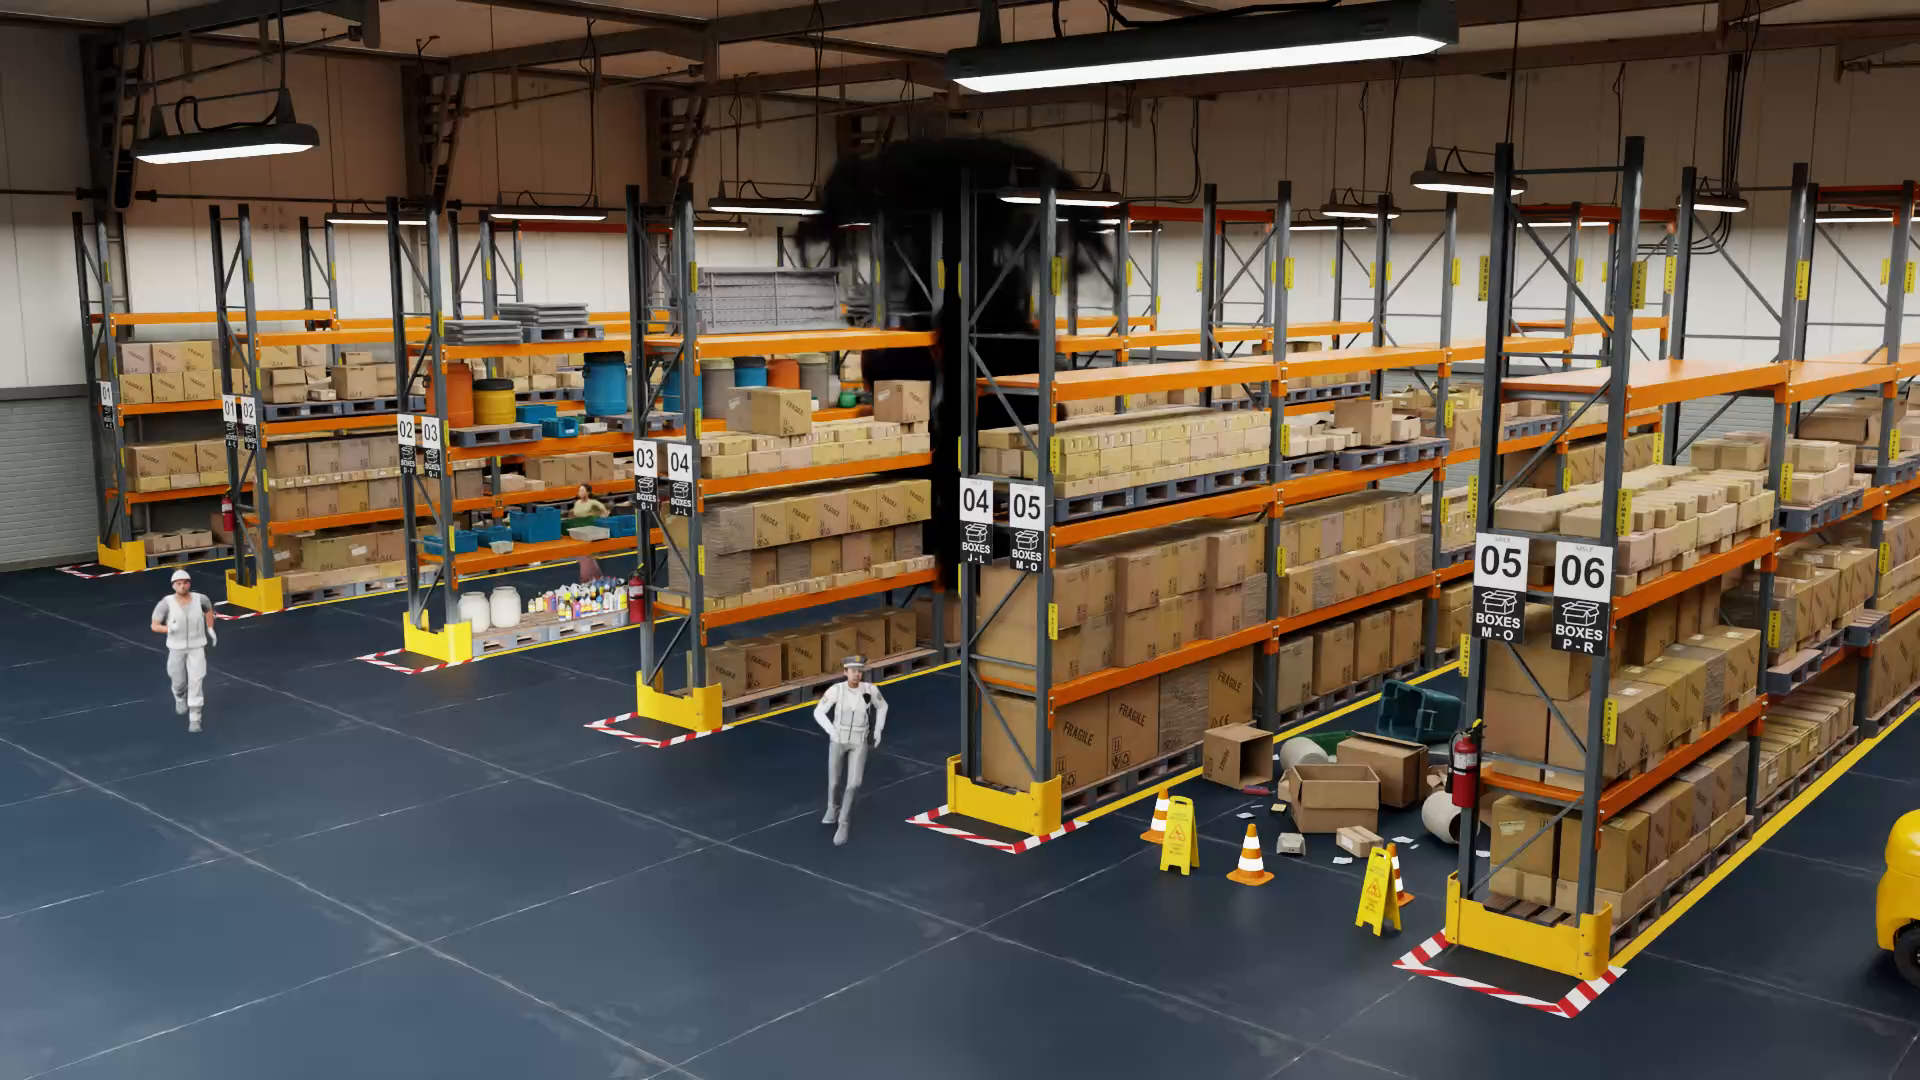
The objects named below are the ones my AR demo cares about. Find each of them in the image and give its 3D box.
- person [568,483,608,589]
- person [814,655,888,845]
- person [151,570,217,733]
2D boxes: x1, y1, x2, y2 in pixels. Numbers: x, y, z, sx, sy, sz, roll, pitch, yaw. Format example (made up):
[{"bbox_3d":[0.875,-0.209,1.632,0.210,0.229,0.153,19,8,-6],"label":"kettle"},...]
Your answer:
[{"bbox_3d":[-5.953,-0.053,26.527,0.559,1.717,0.698,6,11,31],"label":"person"},{"bbox_3d":[-0.991,1.859,15.130,0.662,1.706,0.674,0,9,0],"label":"person"},{"bbox_3d":[-8.638,1.198,18.542,0.661,1.768,0.972,-5,11,-29],"label":"person"}]
